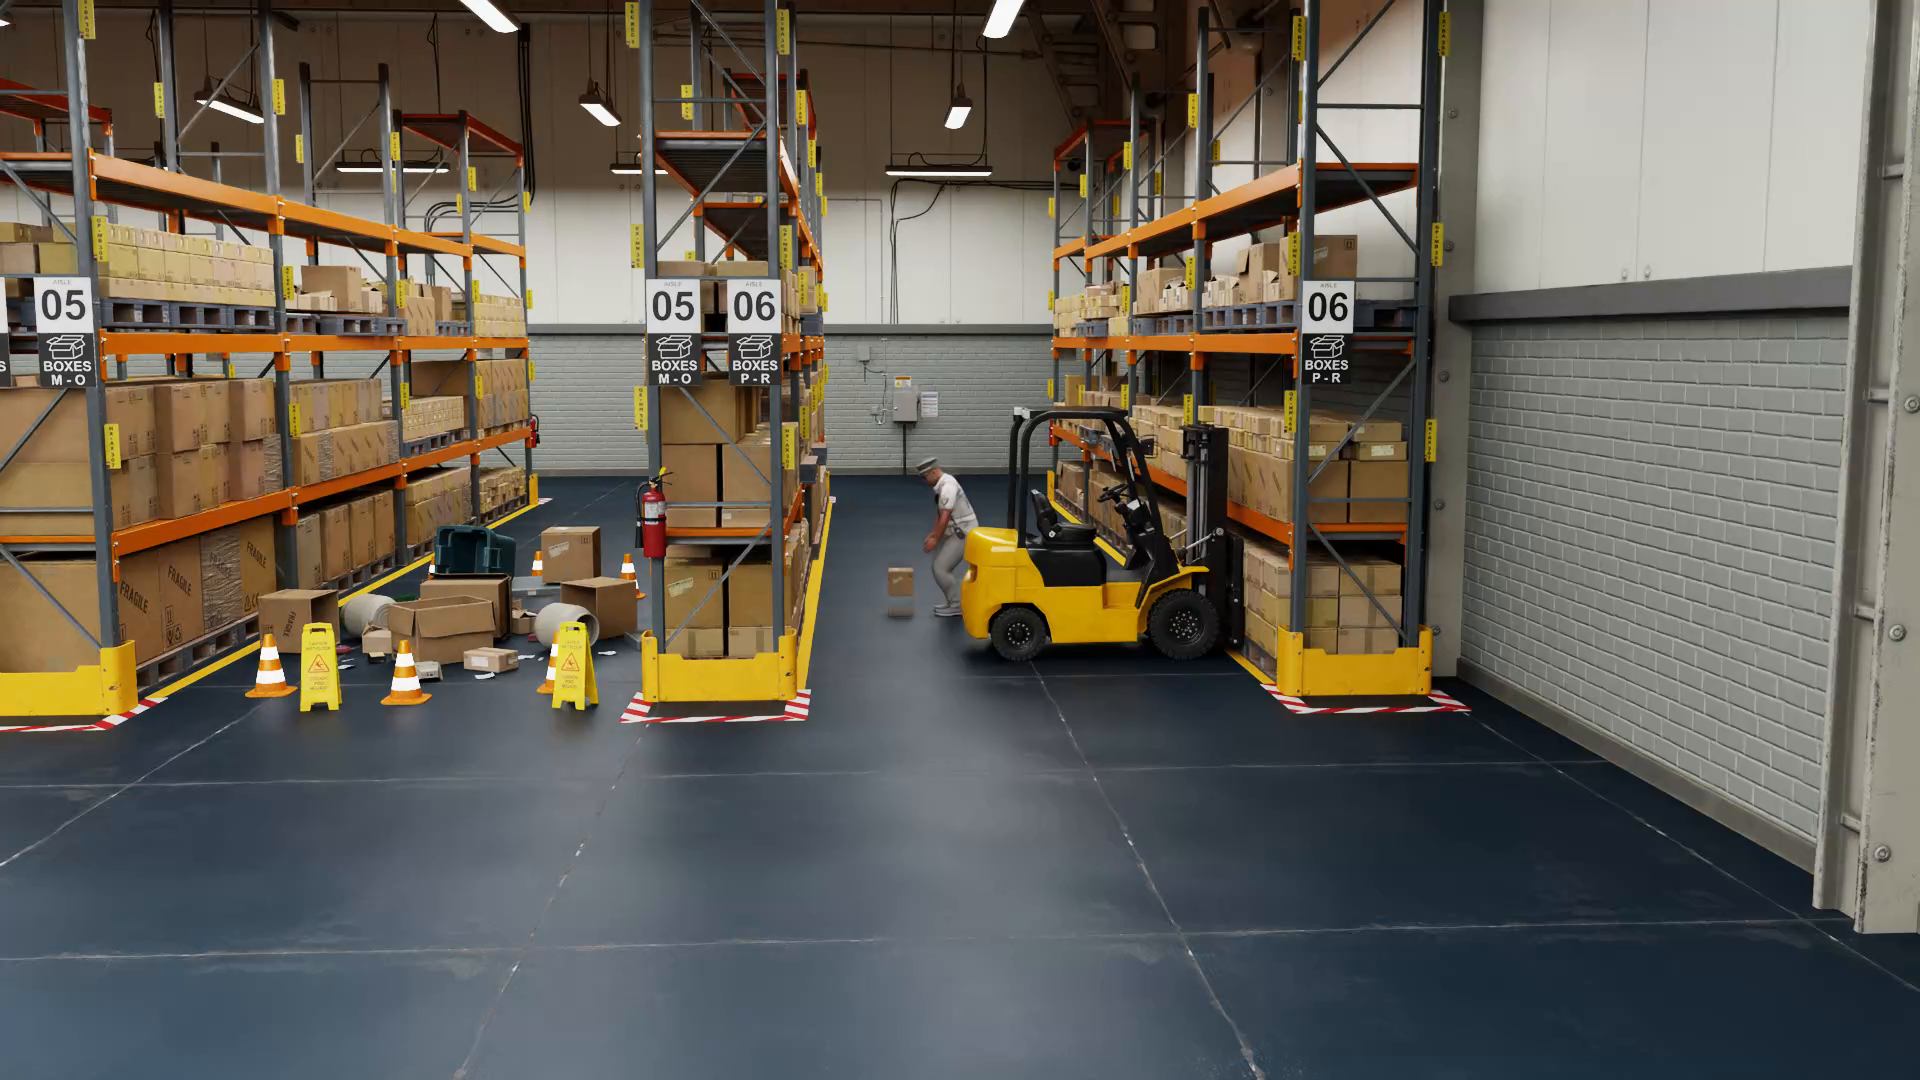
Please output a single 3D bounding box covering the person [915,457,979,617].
[{"bbox_3d":[-0.127,-0.036,16.742,0.658,1.594,0.581,0,7,-3],"label":"person"}]
